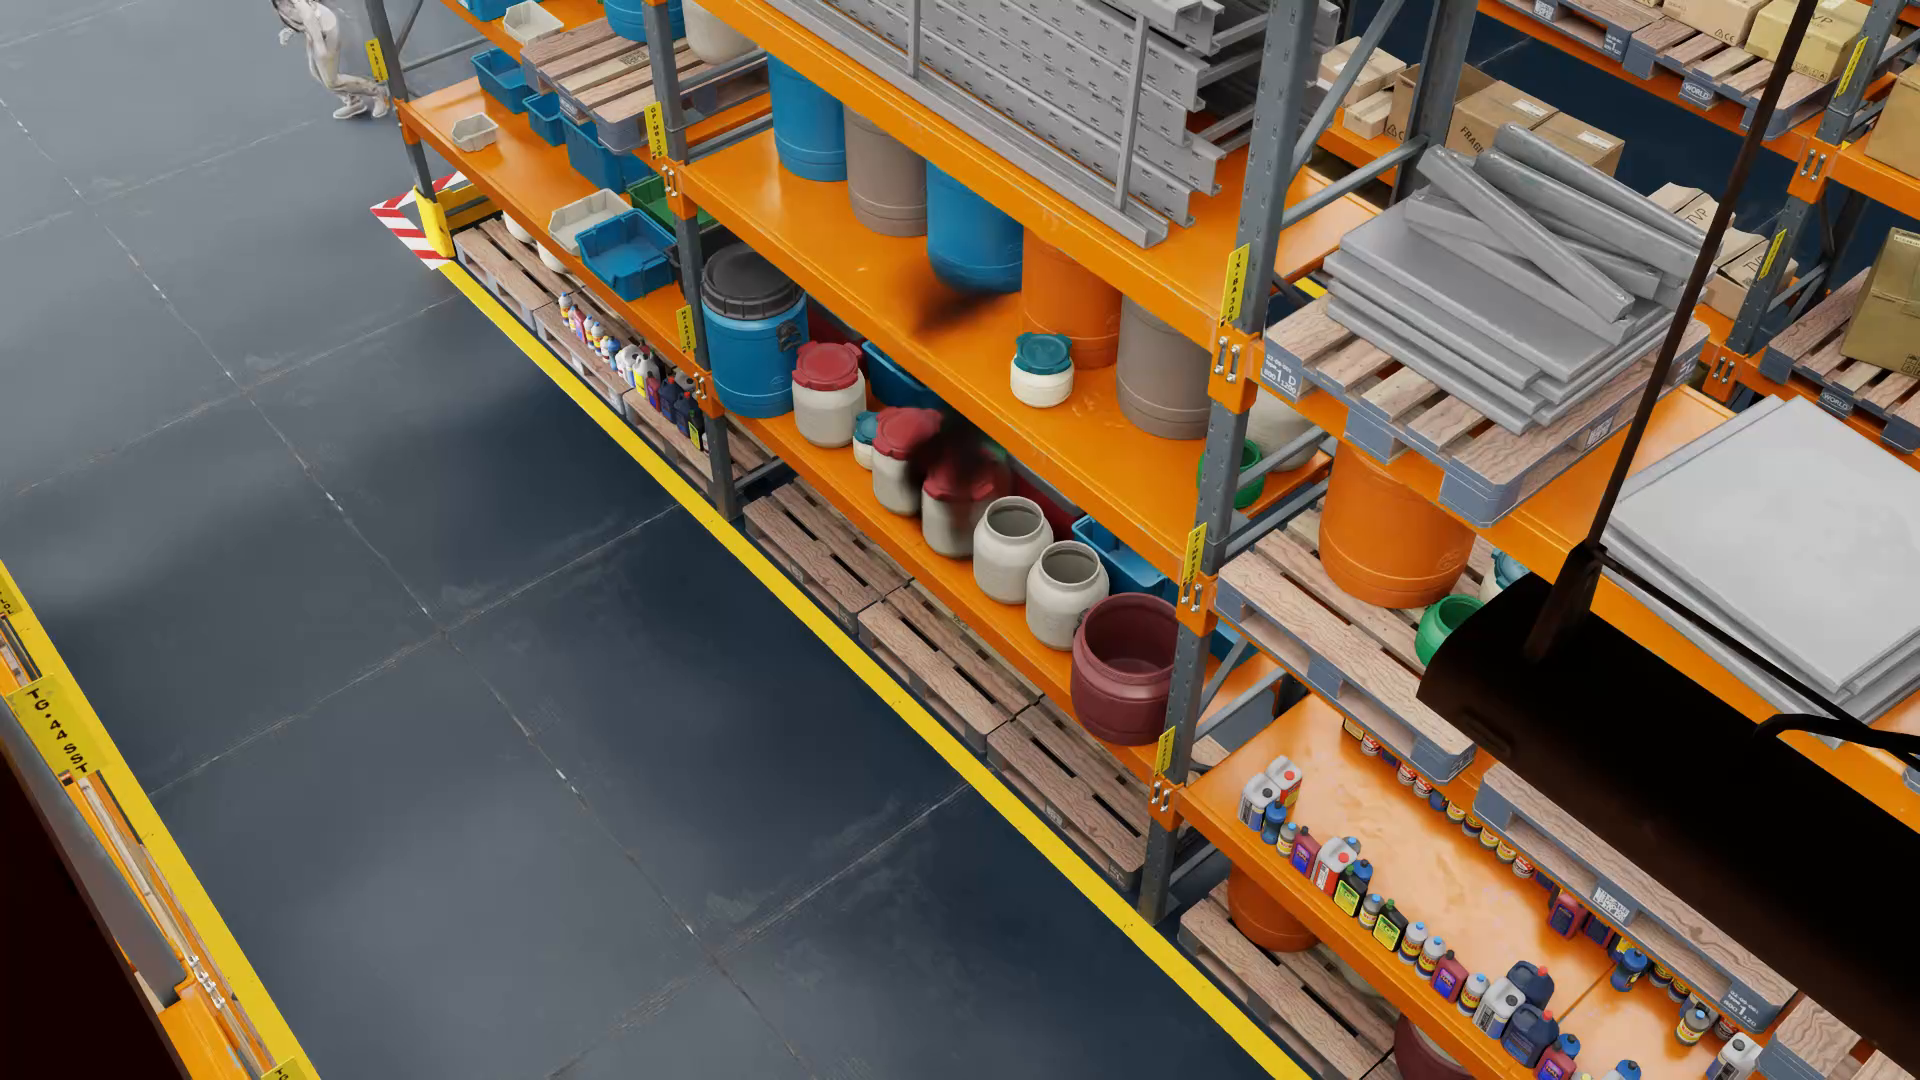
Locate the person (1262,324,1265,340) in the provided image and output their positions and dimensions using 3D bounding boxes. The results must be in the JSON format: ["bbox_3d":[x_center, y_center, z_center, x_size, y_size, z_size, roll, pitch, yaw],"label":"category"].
[{"bbox_3d":[1.886,-1.670,10.956,0.687,1.835,0.647,26,52,22],"label":"person"}]

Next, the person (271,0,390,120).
[{"bbox_3d":[-5.388,-4.234,13.964,0.802,1.505,0.578,-15,48,-14],"label":"person"}]
